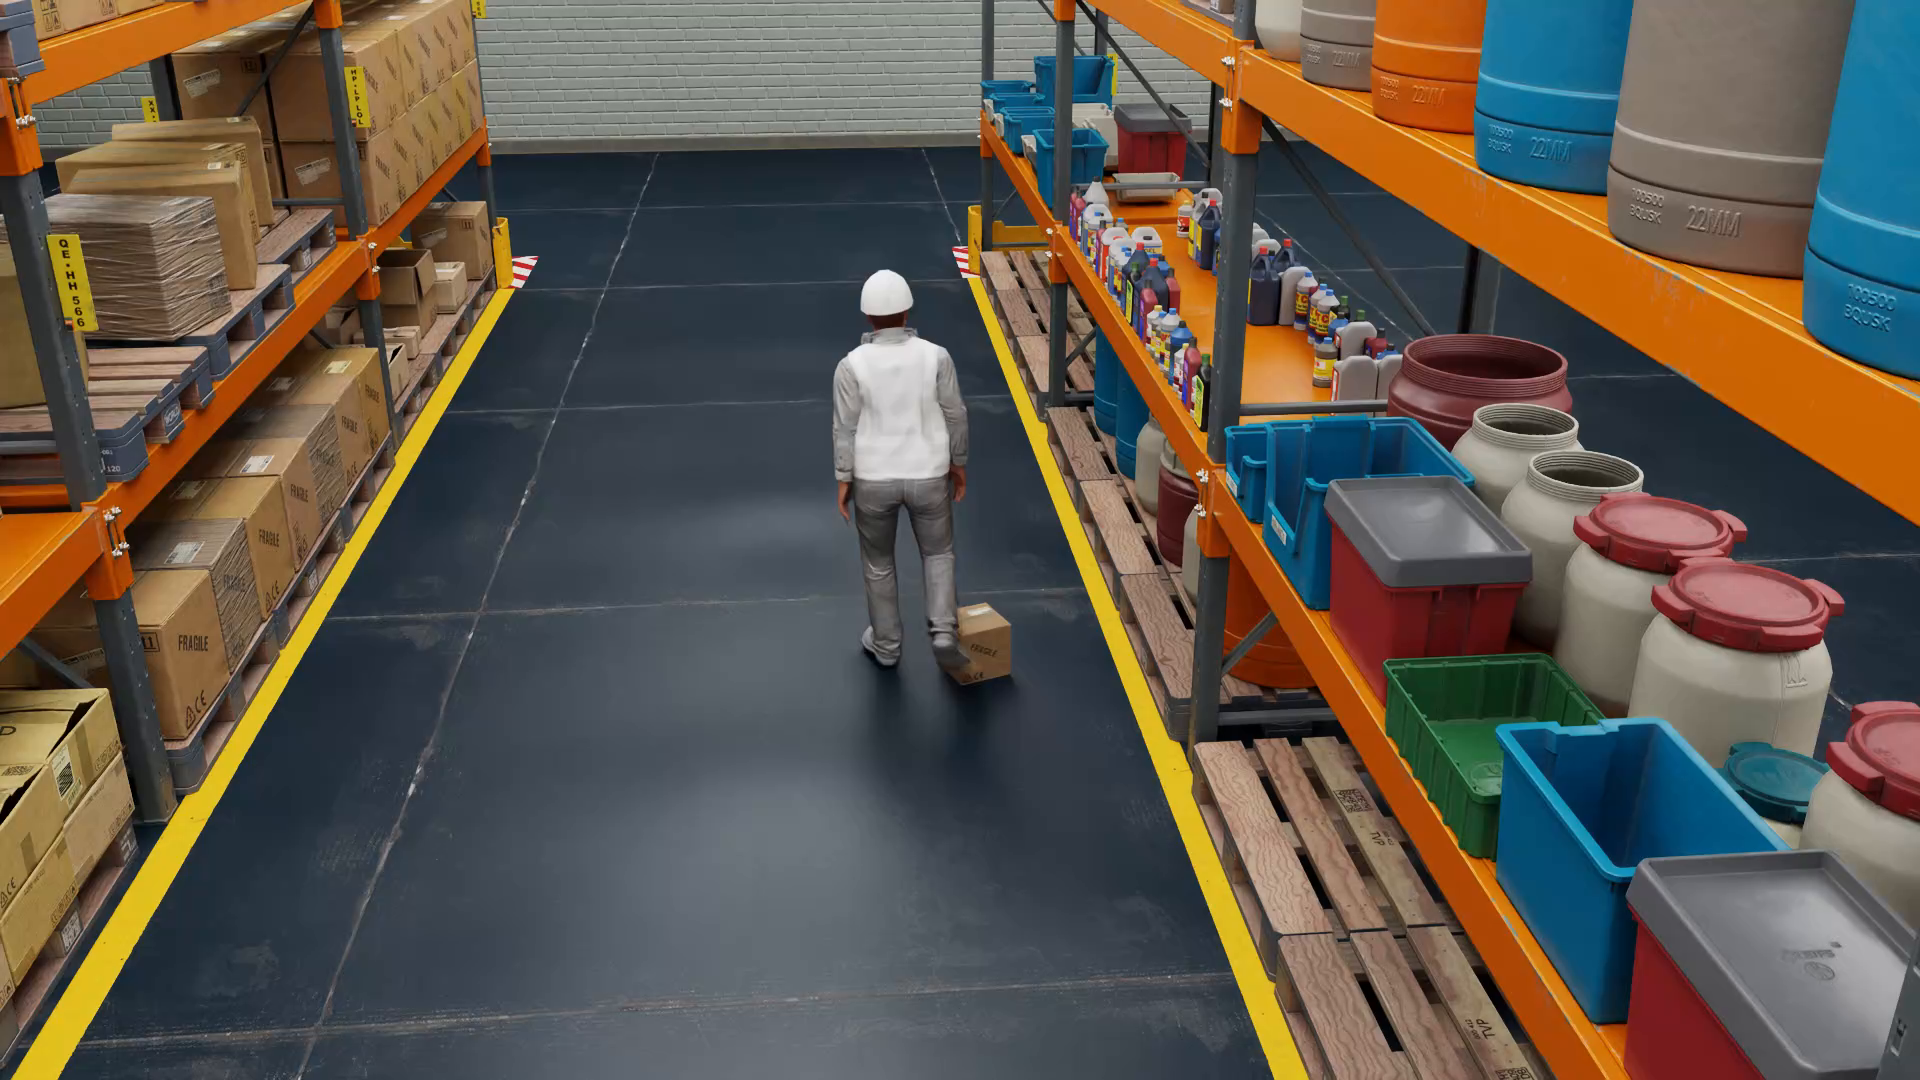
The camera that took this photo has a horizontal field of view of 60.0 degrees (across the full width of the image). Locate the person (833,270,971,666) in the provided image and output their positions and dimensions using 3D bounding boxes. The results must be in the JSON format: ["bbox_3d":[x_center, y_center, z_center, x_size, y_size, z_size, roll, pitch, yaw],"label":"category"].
[{"bbox_3d":[-0.238,-0.245,7.106,0.585,1.758,0.704,-4,24,-8],"label":"person"}]
